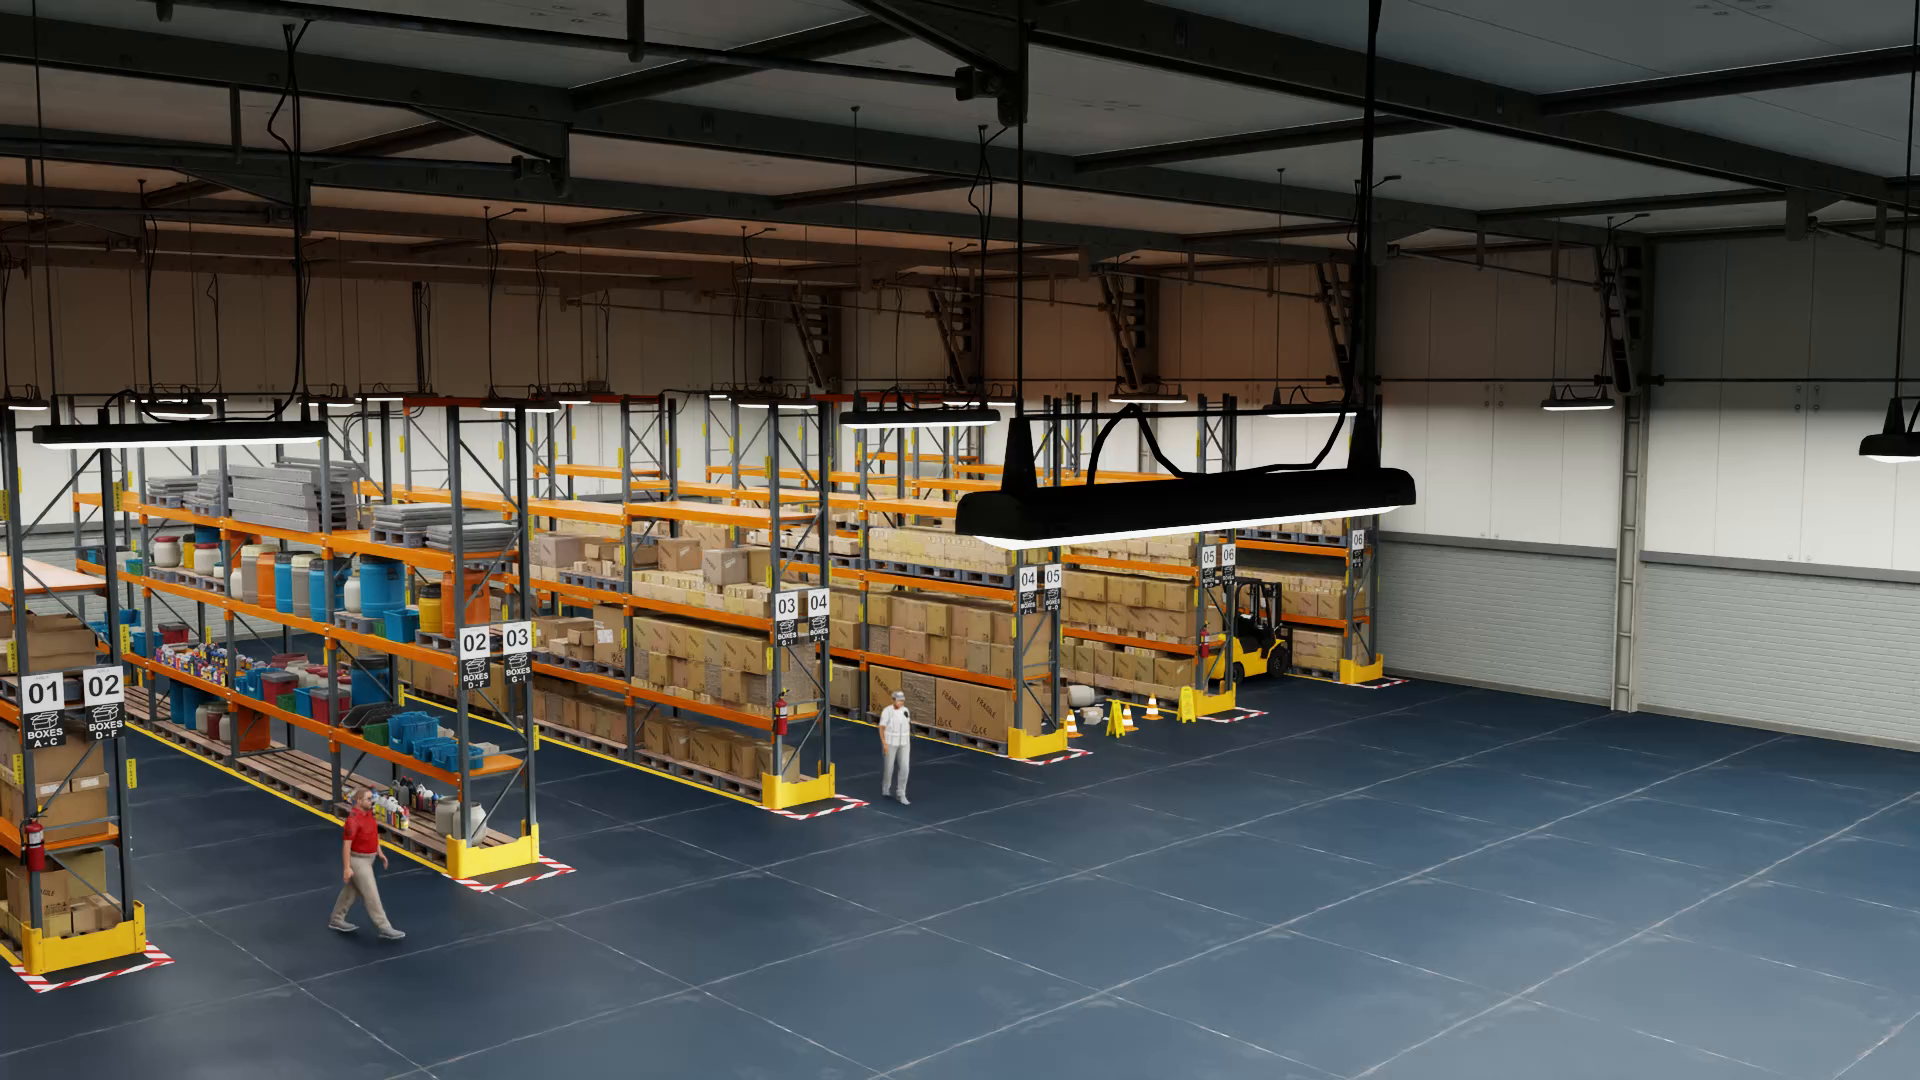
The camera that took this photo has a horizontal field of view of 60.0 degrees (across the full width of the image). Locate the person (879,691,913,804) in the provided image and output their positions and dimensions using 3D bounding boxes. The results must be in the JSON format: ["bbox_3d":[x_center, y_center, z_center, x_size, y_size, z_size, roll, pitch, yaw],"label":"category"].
[{"bbox_3d":[-0.957,3.118,25.067,0.543,1.695,0.704,-3,6,-25],"label":"person"}]

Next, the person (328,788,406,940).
[{"bbox_3d":[-6.739,3.645,18.885,0.982,1.674,0.569,0,6,0],"label":"person"}]
